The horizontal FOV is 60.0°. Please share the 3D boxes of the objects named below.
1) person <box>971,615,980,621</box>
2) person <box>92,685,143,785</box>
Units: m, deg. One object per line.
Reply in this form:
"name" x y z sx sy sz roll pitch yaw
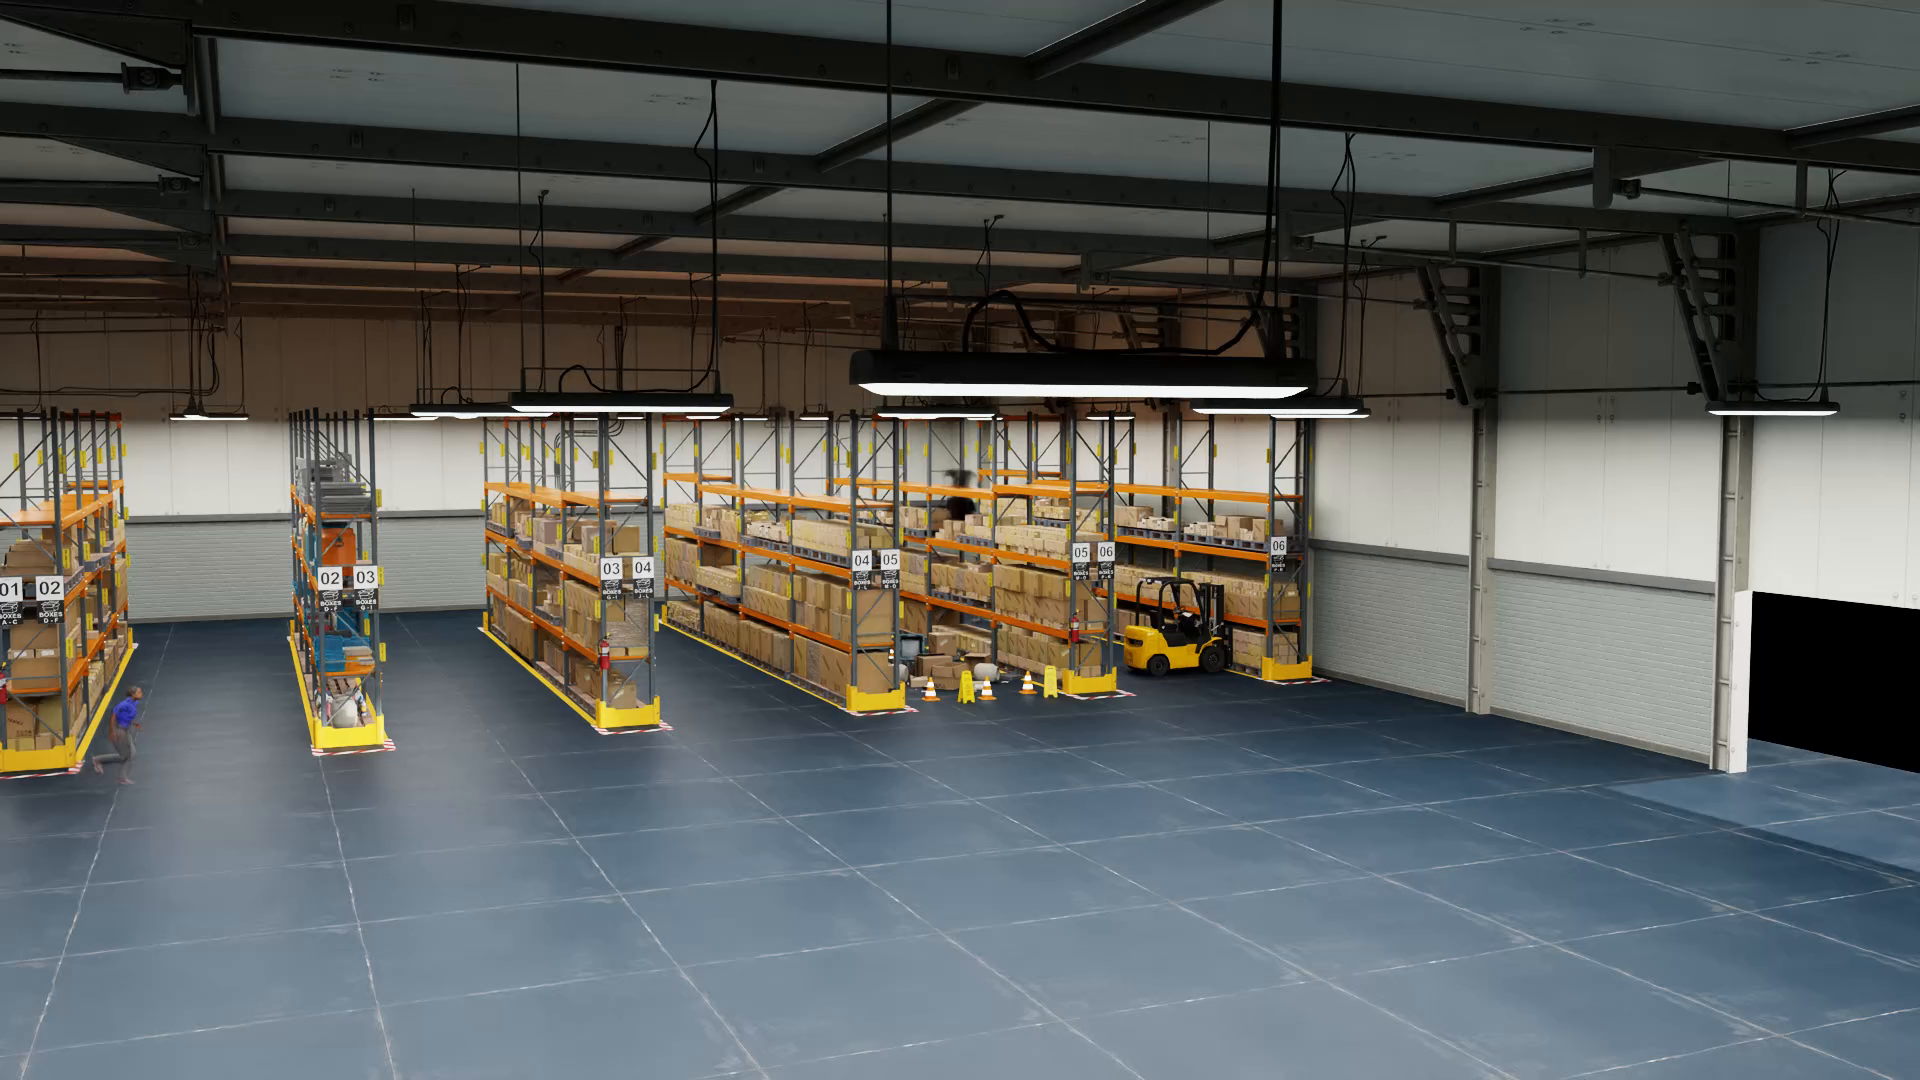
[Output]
"person" 0.350 1.571 48.177 0.549 1.554 0.623 3 5 37
"person" -13.374 3.106 26.421 0.760 1.597 0.574 -1 4 -12
